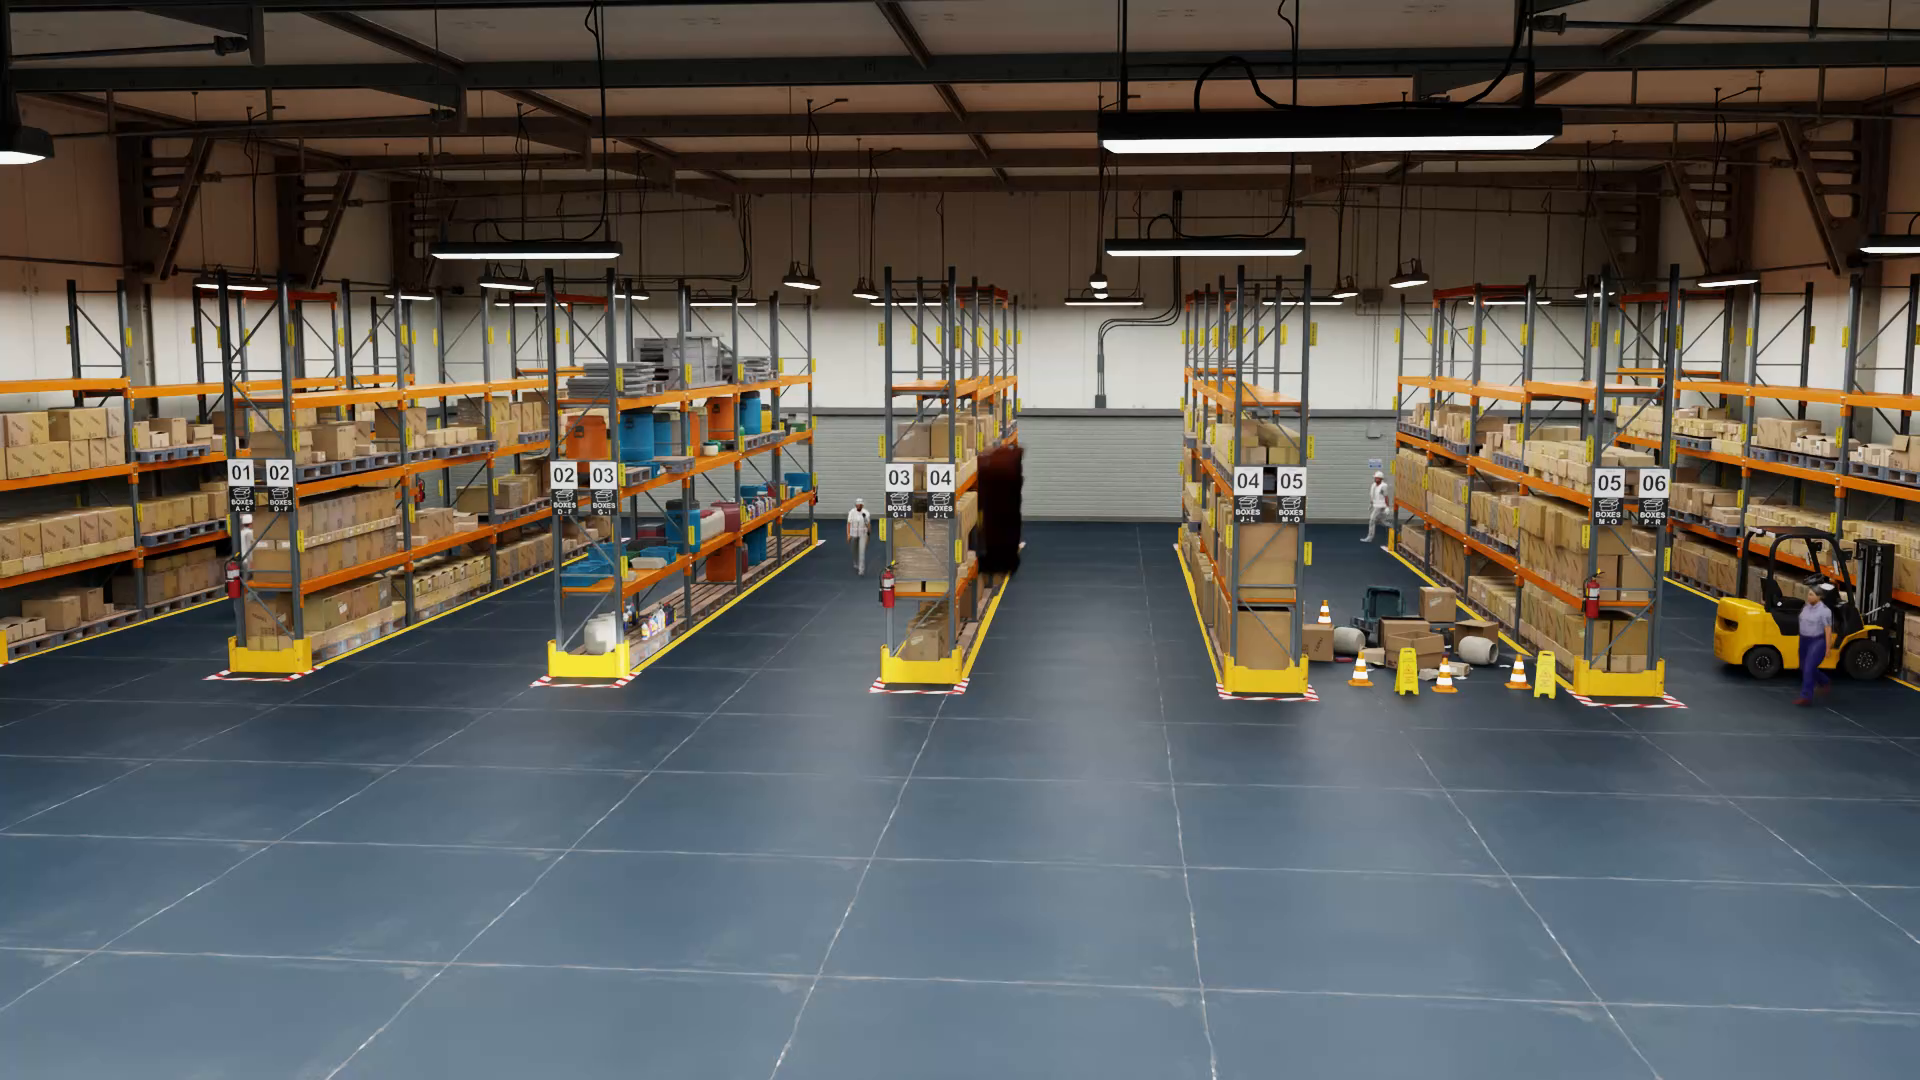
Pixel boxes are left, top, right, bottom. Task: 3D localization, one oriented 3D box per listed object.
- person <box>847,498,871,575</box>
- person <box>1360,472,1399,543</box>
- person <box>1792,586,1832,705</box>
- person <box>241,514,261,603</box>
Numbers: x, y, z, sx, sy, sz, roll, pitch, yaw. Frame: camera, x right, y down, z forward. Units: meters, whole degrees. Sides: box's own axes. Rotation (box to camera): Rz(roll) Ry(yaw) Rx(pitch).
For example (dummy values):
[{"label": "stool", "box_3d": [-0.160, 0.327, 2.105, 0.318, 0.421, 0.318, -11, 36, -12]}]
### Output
[{"label": "person", "box_3d": [-2.149, -0.104, 35.356, 0.486, 1.603, 1.043, 1, 7, 5]}, {"label": "person", "box_3d": [10.291, -0.807, 40.691, 1.017, 1.749, 0.534, 0, 7, -2]}, {"label": "person", "box_3d": [11.755, 1.428, 22.790, 0.877, 1.610, 0.476, -3, 7, -21]}, {"label": "person", "box_3d": [-13.061, 0.412, 30.549, 0.566, 1.759, 0.484, 2, 7, 19]}]
